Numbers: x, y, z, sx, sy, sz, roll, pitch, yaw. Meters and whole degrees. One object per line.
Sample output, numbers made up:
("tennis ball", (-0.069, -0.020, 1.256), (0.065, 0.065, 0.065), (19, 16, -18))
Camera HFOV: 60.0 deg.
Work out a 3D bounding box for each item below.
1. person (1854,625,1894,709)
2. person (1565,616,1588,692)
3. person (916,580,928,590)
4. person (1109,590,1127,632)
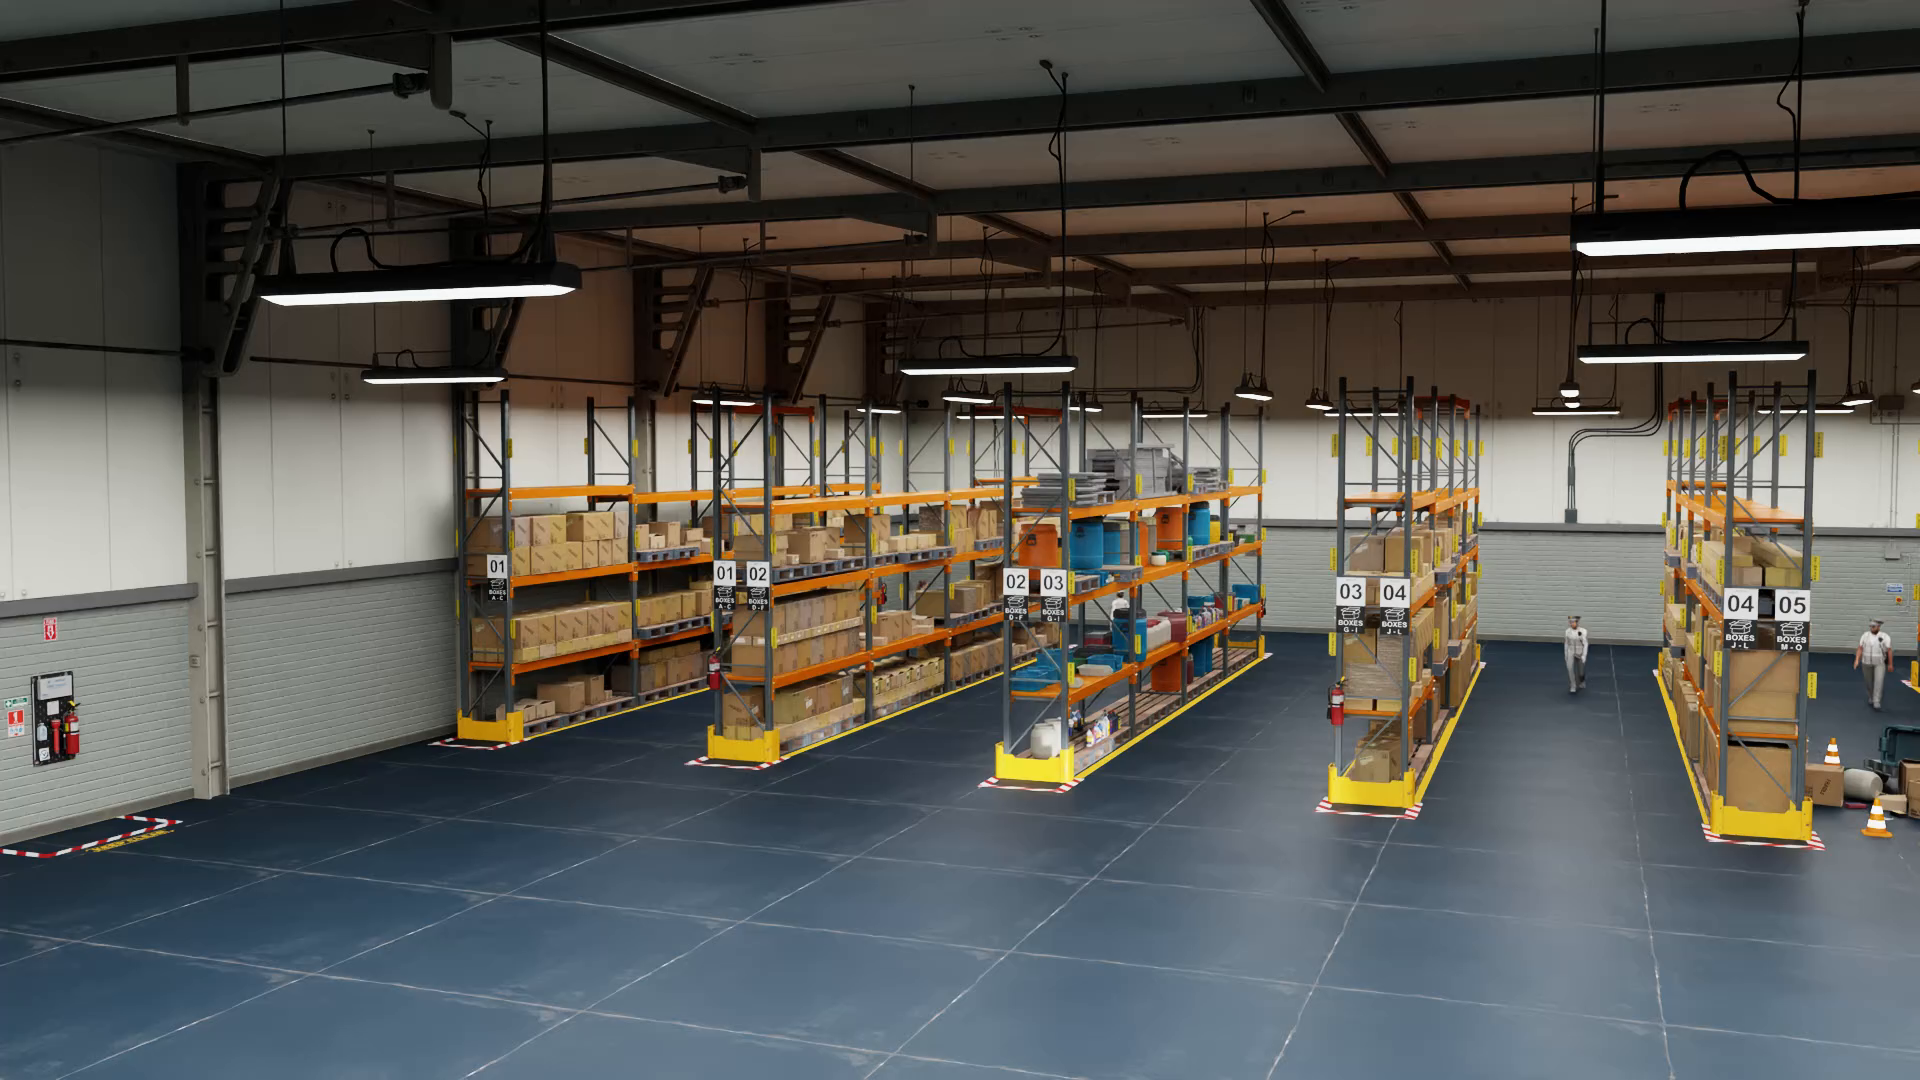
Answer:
("person", (17.616, 2.383, 32.074), (0.645, 1.633, 1.054), (3, 4, 40))
("person", (12.710, 2.326, 34.303), (0.472, 1.546, 0.976), (2, 4, 27))
("person", (-0.937, 1.861, 42.102), (0.526, 1.708, 0.497), (0, 3, -4))
("person", (3.797, 1.981, 39.594), (0.507, 1.682, 0.429), (-1, 3, -24))
